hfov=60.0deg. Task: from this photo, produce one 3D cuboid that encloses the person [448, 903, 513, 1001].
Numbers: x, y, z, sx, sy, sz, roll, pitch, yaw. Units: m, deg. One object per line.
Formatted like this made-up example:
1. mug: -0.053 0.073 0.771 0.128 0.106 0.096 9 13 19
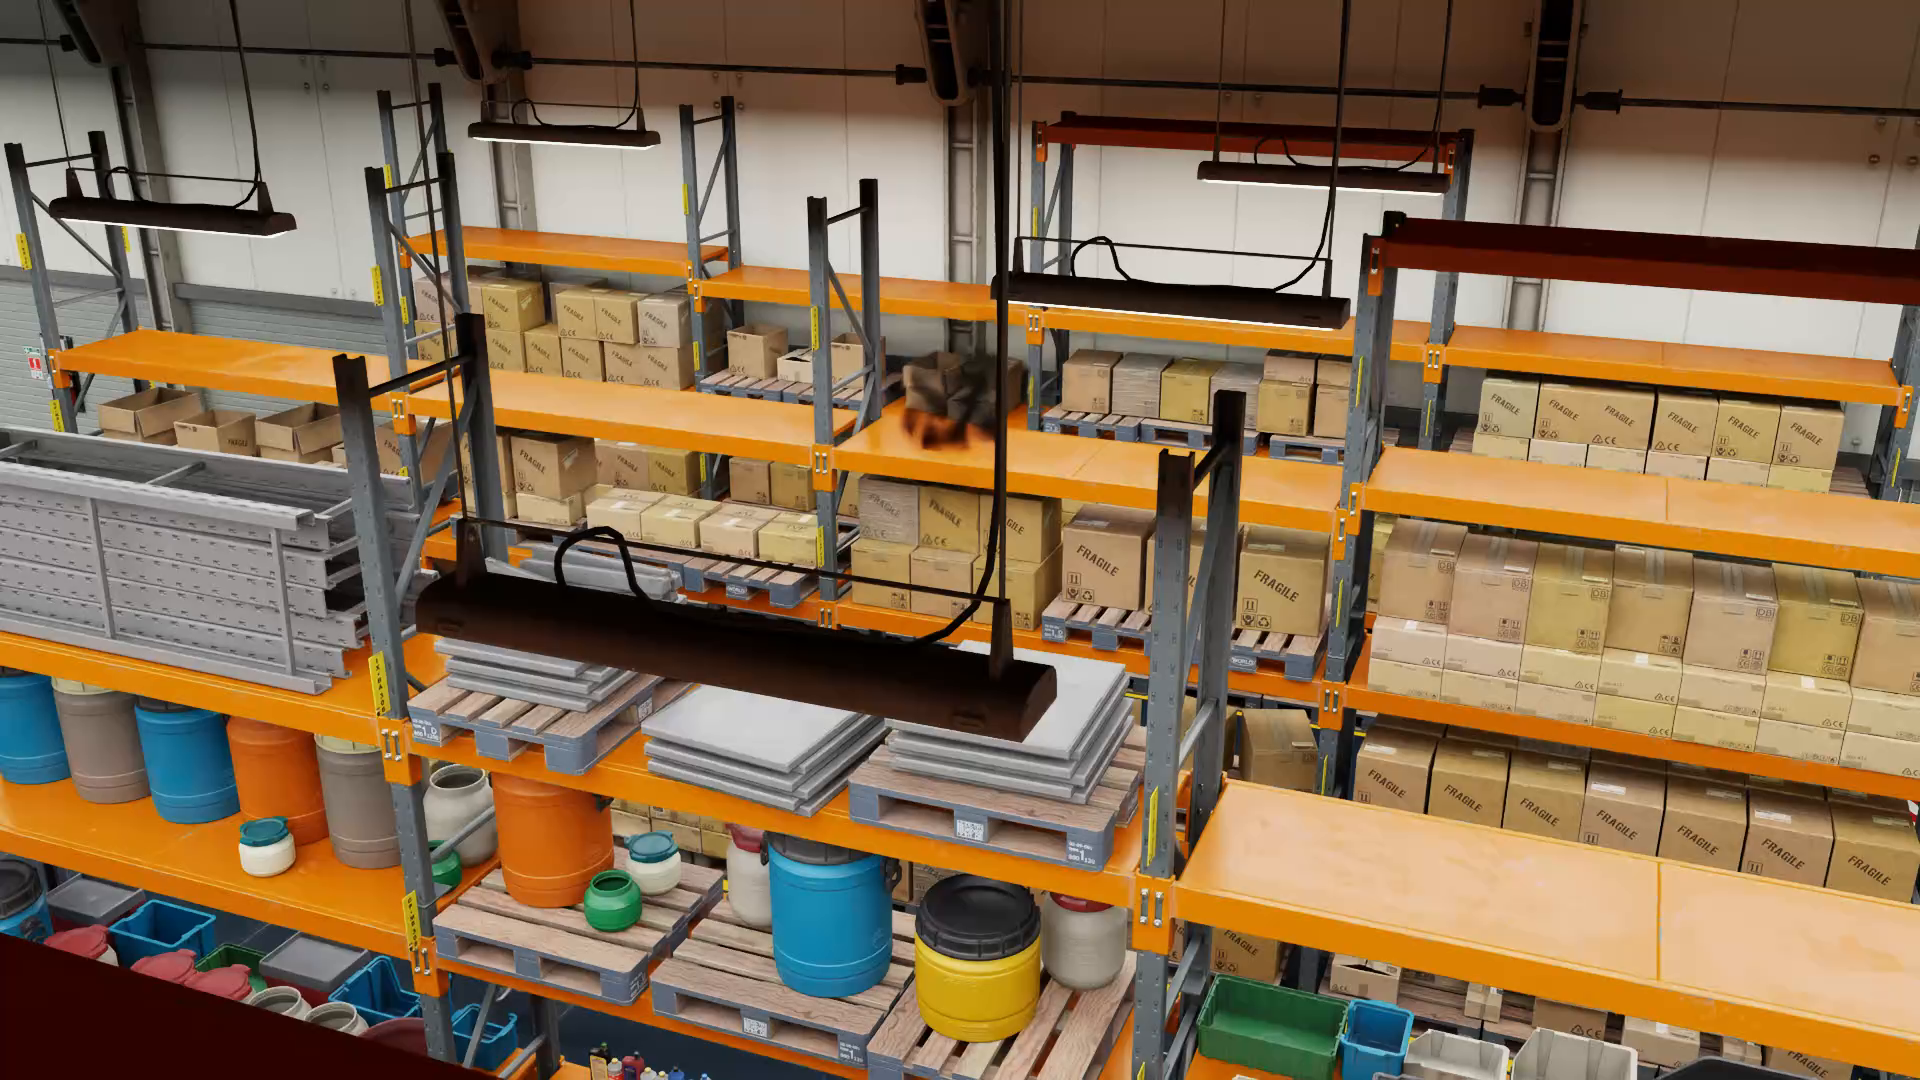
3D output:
1. person: -3.801 2.890 12.539 0.872 1.593 0.540 2 21 6
